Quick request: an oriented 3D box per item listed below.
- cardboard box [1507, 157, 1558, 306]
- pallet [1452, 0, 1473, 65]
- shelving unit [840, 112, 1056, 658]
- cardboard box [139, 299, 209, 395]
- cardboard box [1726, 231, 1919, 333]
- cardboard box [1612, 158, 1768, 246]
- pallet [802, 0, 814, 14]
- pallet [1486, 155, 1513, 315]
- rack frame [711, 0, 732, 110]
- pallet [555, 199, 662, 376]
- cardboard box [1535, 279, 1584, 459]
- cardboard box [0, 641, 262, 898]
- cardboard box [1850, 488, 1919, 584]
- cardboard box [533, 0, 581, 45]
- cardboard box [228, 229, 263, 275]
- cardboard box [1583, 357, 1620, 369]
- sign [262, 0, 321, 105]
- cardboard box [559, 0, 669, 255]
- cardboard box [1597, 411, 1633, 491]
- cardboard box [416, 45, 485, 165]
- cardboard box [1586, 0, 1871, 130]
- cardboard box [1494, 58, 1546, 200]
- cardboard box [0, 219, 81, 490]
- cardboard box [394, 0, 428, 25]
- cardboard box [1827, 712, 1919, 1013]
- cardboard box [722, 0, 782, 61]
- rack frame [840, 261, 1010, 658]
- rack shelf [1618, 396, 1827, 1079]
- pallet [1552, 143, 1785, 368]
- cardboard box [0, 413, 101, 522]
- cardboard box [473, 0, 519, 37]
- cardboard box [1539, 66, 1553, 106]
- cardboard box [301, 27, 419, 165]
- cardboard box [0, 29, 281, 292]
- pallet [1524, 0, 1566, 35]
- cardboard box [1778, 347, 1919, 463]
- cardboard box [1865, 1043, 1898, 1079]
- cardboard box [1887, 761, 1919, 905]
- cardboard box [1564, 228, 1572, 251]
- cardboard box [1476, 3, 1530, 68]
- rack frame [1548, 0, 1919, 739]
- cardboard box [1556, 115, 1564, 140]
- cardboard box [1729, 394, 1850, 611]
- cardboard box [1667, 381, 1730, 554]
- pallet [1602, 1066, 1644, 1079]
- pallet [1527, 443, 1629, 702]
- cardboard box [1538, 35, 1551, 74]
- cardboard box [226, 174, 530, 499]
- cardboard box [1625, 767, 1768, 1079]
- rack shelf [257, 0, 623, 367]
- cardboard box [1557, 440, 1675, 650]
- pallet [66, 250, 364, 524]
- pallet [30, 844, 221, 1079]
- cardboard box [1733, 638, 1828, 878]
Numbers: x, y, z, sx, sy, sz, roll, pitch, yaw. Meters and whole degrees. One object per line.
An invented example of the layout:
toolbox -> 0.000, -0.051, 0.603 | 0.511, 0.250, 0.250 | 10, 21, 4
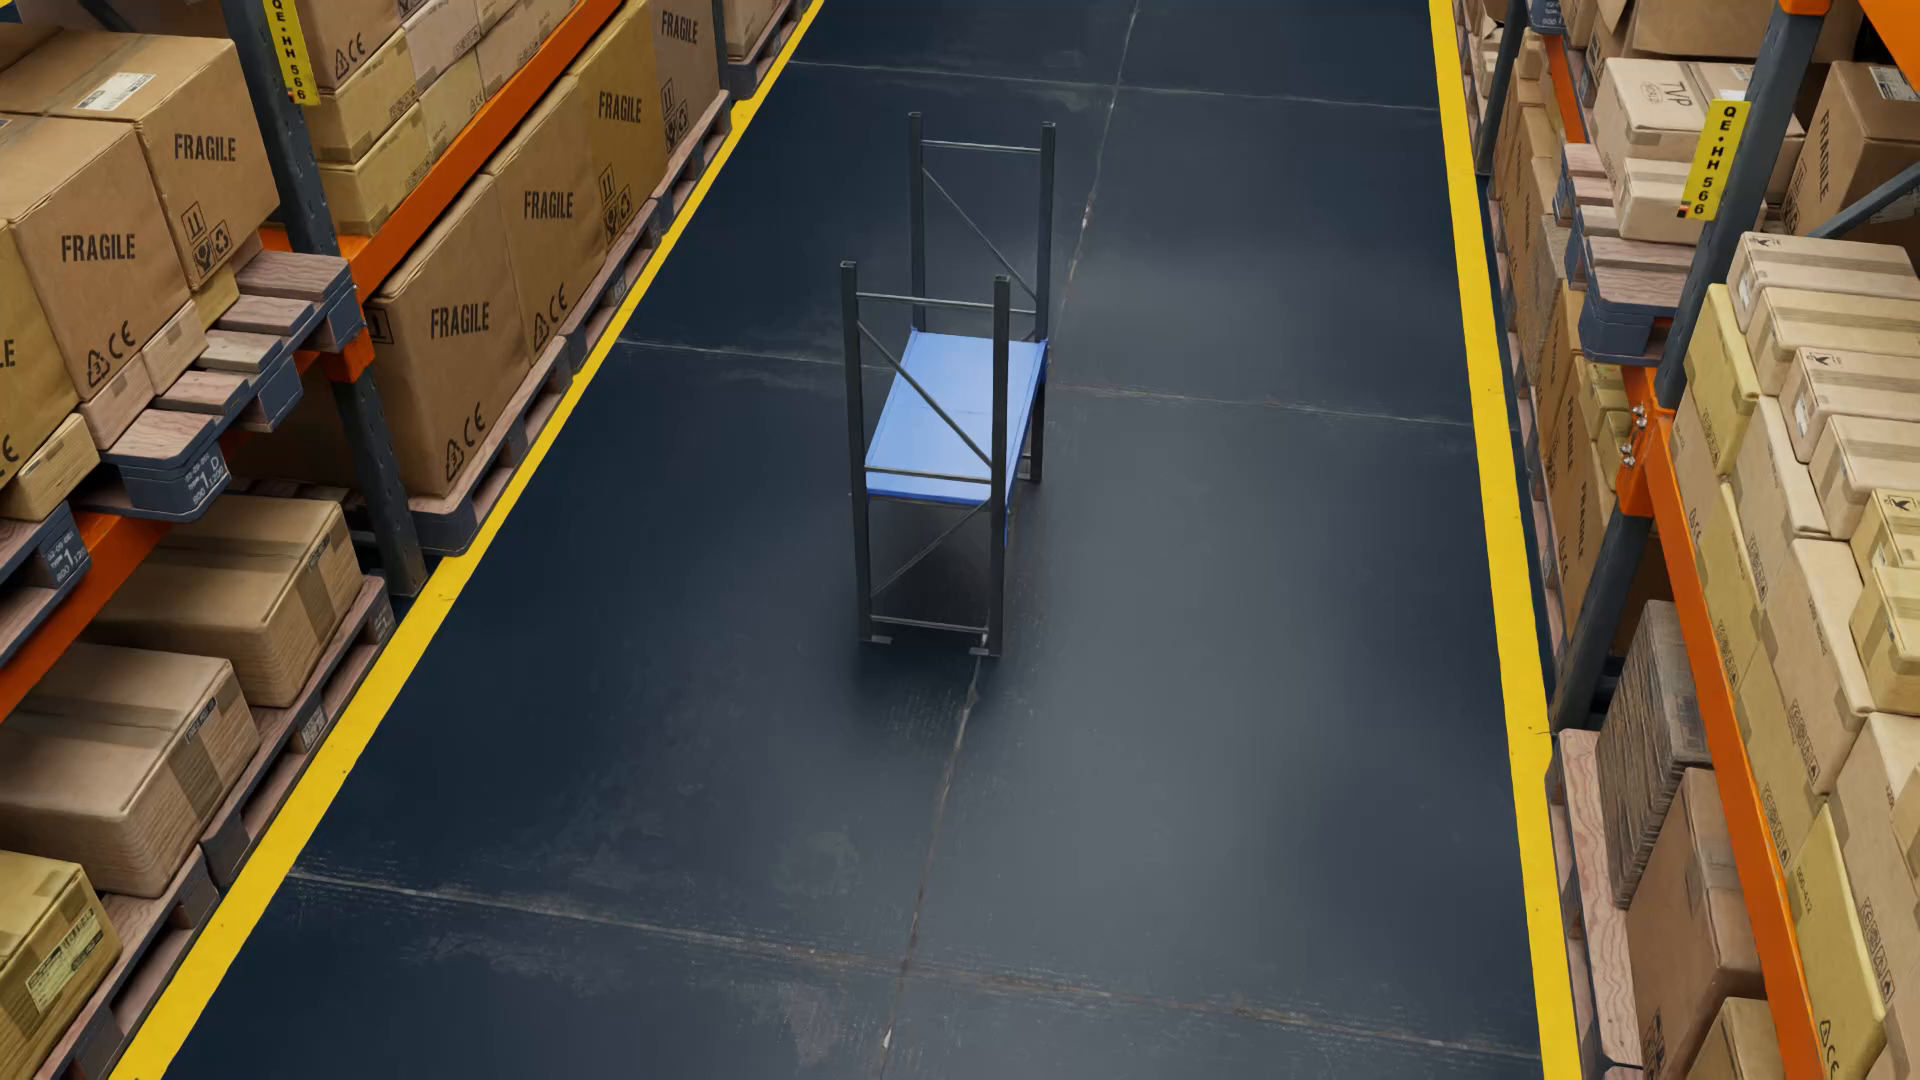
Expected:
cardboard box -> 2.659, -1.271, 7.065 | 0.500, 0.500, 0.500 | 5, 40, 6
pallet -> 3.466, -3.123, 9.862 | 1.003, 0.211, 1.213 | 6, 40, 8
shelving unit -> -0.015, -0.524, 5.707 | 0.538, 1.500, 1.048 | 6, 40, 8
cardboard box -> -2.244, -0.528, 4.402 | 0.380, 0.149, 0.250 | 6, 40, 7
cardboard box -> 2.100, -0.610, 4.046 | 0.380, 0.149, 0.250 | 8, 40, 9
cardboard box -> 2.181, -1.008, 4.983 | 0.380, 0.149, 0.250 | 7, 40, 8
pallet -> -1.335, -3.706, 10.566 | 1.003, 0.211, 1.213 | 6, 40, 8
pallet -> 3.034, -1.409, 7.789 | 1.003, 0.211, 1.213 | 6, 40, 8
rack frame -> -1.752, -3.544, 8.182 | 1.000, 3.000, 0.127 | 6, 40, 8
pallet -> -2.020, -1.209, 7.546 | 1.003, 0.211, 1.213 | 6, 40, 8
cardboard box -> 2.491, -0.618, 6.275 | 0.500, 0.500, 0.500 | 8, 40, 10
cardboard box -> -2.672, 0.635, 4.861 | 0.950, 0.372, 0.625 | 6, 40, 7
cardboard box -> 1.989, 0.049, 3.249 | 0.380, 0.149, 0.250 | 7, 40, 8
cardboard box -> -1.862, -2.218, 6.696 | 0.500, 0.250, 0.500 | 6, 40, 8
cardboard box -> -2.269, -0.867, 4.812 | 0.380, 0.149, 0.250 | 8, 40, 9
cardboard box -> 2.387, -0.610, 5.757 | 0.380, 0.149, 0.250 | 5, 40, 6
sign -> -1.908, -1.395, 4.737 | 0.100, 0.325, 0.005 | 6, 40, 8
cardboard box -> -1.929, -1.921, 7.557 | 0.875, 0.875, 0.875 | 7, 40, 9
cardboard box -> 2.281, -0.275, 5.351 | 0.380, 0.149, 0.250 | 5, 40, 5
cardboard box -> -2.040, -1.579, 5.924 | 0.500, 0.250, 0.500 | 5, 40, 6
cardboard box -> 2.545, -1.735, 5.584 | 0.797, 0.503, 0.637 | 6, 40, 7
cardboard box -> 2.832, -1.919, 7.849 | 0.500, 0.500, 0.500 | 8, 40, 10
cardboard box -> -2.414, -0.390, 3.726 | 0.500, 0.500, 0.500 | 4, 40, 5
cardboard box -> -2.042, -2.052, 5.515 | 0.500, 0.500, 0.500 | 7, 40, 8
cardboard box -> 1.868, 0.592, 2.905 | 0.500, 0.250, 0.500 | 7, 40, 8
cardboard box -> -1.538, -3.100, 9.327 | 0.875, 0.438, 0.875 | 6, 40, 7
rack frame -> -0.103, -0.205, 5.321 | 0.500, 1.500, 0.032 | 6, 40, 8
rack shelf -> 2.099, 1.044, 3.198 | 1.077, 0.370, 4.000 | 6, 40, 8
pallet -> 2.493, -0.848, 5.072 | 1.213, 0.211, 1.003 | 6, 40, 8
cardboard box -> -2.329, -0.196, 4.001 | 0.380, 0.149, 0.250 | 7, 40, 8
cardboard box -> -1.924, -2.095, 6.155 | 0.500, 0.250, 0.500 | 6, 40, 8
cardboard box -> 2.841, -2.069, 7.522 | 0.380, 0.149, 0.250 | 5, 40, 6
cardboard box -> -2.113, -1.459, 5.386 | 0.500, 0.250, 0.500 | 6, 40, 7
cardboard box -> -2.249, -1.033, 4.503 | 0.500, 0.500, 0.500 | 5, 40, 6
pallet -> 2.891, -2.435, 6.992 | 1.003, 0.211, 1.213 | 6, 40, 8
cardboard box -> 2.036, -0.278, 3.644 | 0.380, 0.149, 0.250 | 7, 40, 9
cardboard box -> 1.780, 1.110, 2.671 | 0.500, 0.250, 0.500 | 7, 40, 8
cardboard box -> 1.755, 0.514, 2.686 | 0.380, 0.149, 0.250 | 5, 40, 6
cardboard box -> 2.538, -1.104, 6.354 | 0.380, 0.149, 0.250 | 5, 40, 6
cardboard box -> 3.006, -2.713, 8.994 | 0.396, 0.266, 0.258 | 8, 40, 9
rack frame -> 2.445, -0.489, 4.487 | 1.000, 3.000, 0.127 | 6, 40, 8
cardboard box -> 2.774, -1.733, 7.116 | 0.380, 0.149, 0.250 | 6, 40, 7
cardboard box -> 2.040, -0.058, 3.691 | 0.500, 0.250, 0.500 | 8, 40, 9
cardboard box -> 2.128, -0.179, 4.230 | 0.500, 0.250, 0.500 | 7, 40, 8
pallet -> 2.051, 1.862, 3.832 | 1.003, 0.211, 1.213 | 6, 40, 8
pallet -> 2.612, 0.122, 5.937 | 1.003, 0.211, 1.213 | 6, 40, 8
cardboard box -> 2.815, -2.198, 7.444 | 0.380, 0.149, 0.250 | 5, 40, 6
cardboard box -> -2.243, -0.801, 6.202 | 0.875, 0.875, 0.875 | 6, 40, 7
cardboard box -> 2.218, 1.066, 4.141 | 0.875, 0.625, 0.625 | 8, 40, 9
rack shelf -> -2.098, -2.011, 6.893 | 1.077, 0.370, 4.000 | 6, 40, 8
cardboard box -> 2.307, 0.024, 5.499 | 0.500, 0.500, 0.500 | 7, 40, 9
pallet -> -2.463, -0.501, 4.652 | 1.213, 0.211, 1.003 | 6, 40, 8
pallet -> -2.794, 1.295, 4.518 | 1.003, 0.211, 1.213 | 6, 40, 8
cardboard box -> 1.953, 0.460, 3.457 | 0.500, 0.250, 0.500 | 5, 40, 6
